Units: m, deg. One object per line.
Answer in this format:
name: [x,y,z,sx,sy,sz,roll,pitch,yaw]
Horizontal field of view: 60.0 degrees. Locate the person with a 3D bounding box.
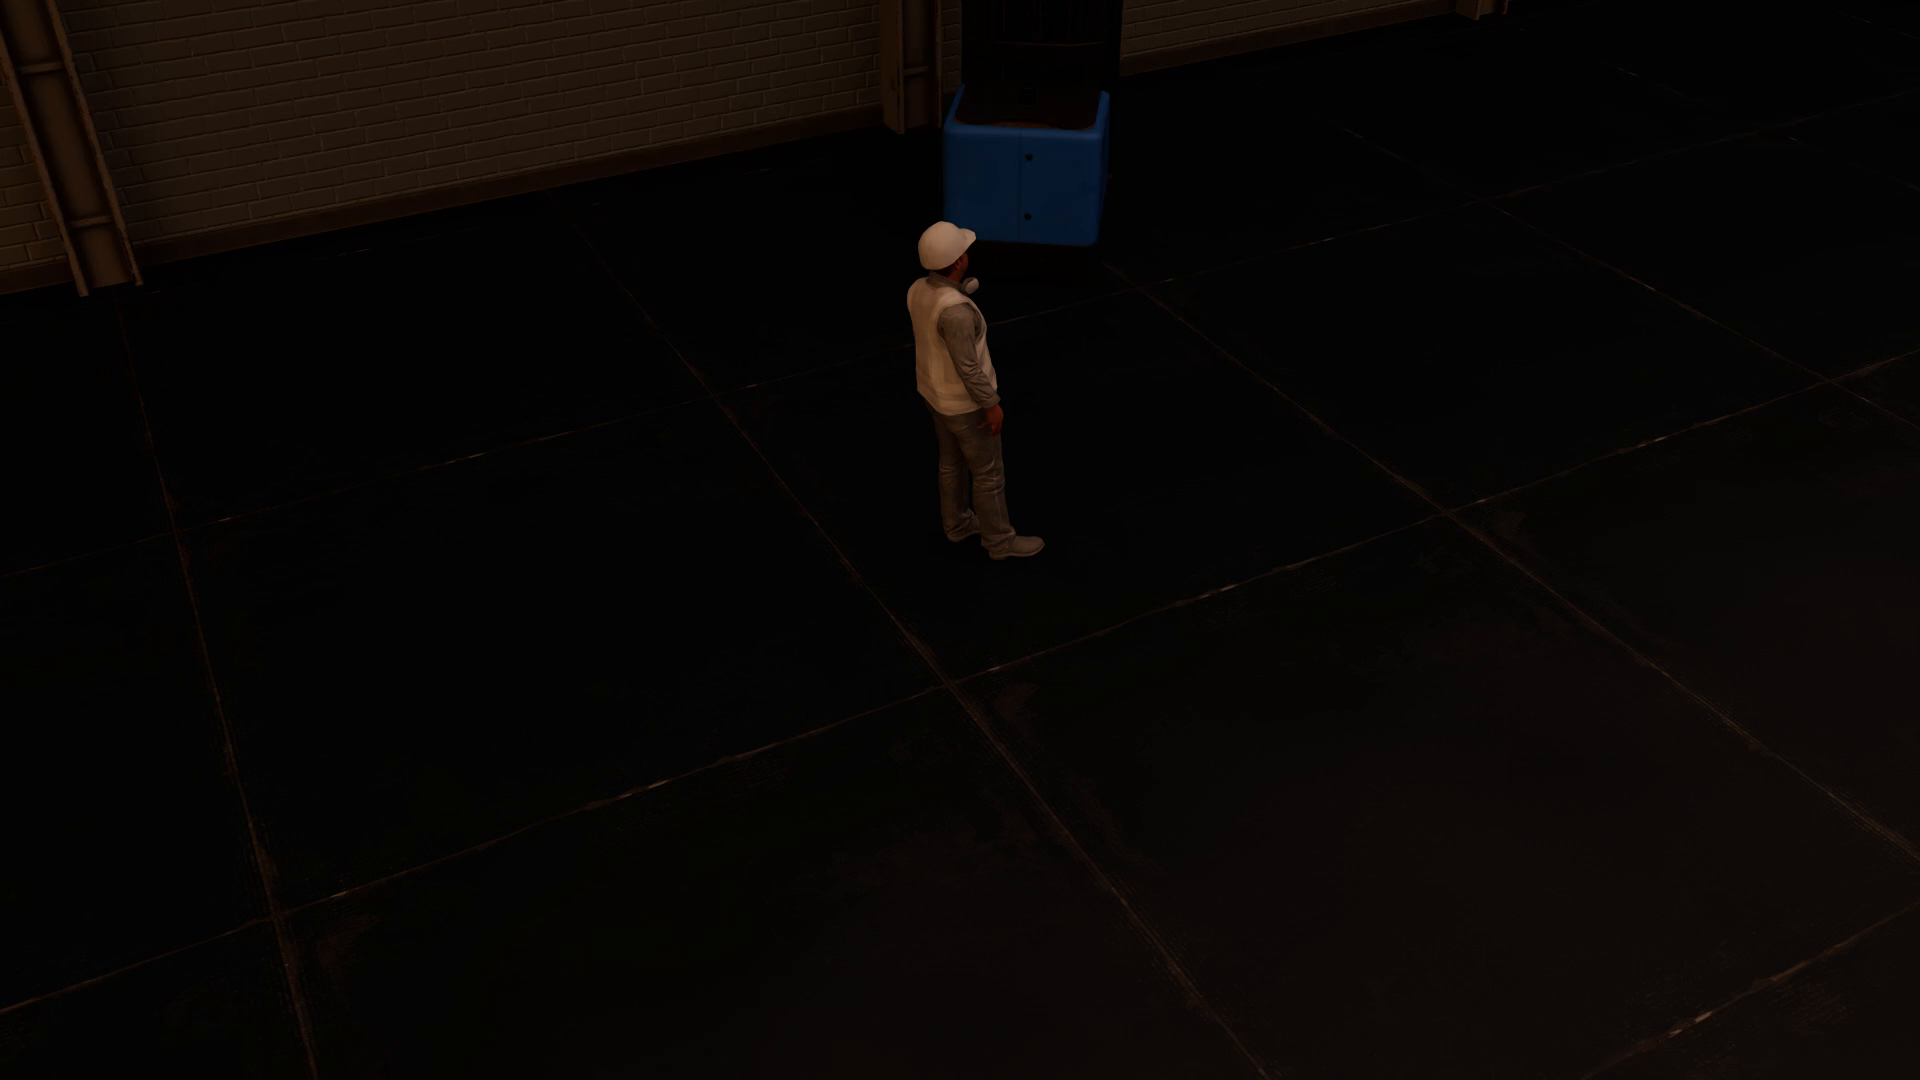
person: [0.058,-0.743,8.164,0.568,1.773,0.632,-17,39,-23]

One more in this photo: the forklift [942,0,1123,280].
forklift: [0.588,-3.747,11.424,1.130,2.935,3.031,5,36,6]
